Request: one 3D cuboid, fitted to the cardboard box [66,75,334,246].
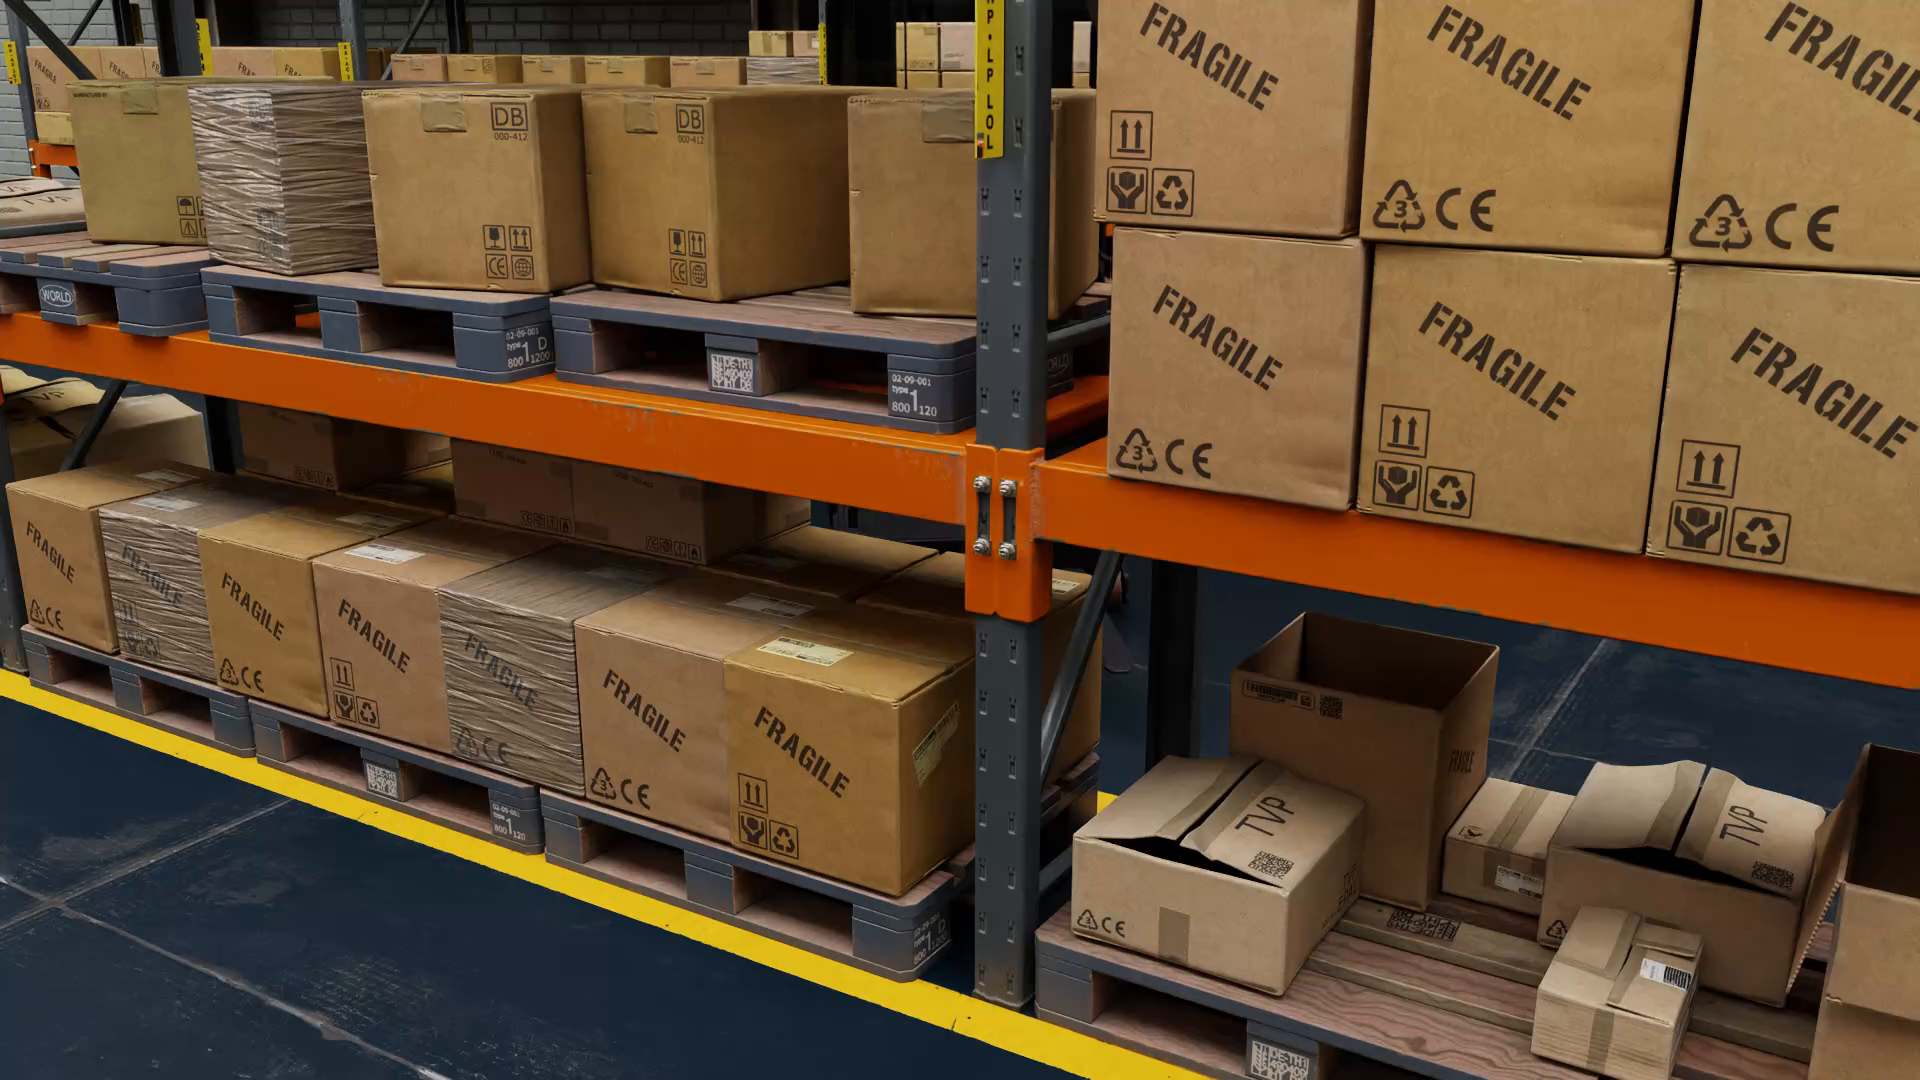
[{"bbox_3d":[-2.469,-1.273,5.518,0.500,0.500,0.700,4,17,12],"label":"cardboard box"}]

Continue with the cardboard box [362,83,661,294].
[{"bbox_3d":[-1.194,-0.986,4.573,0.500,0.500,0.700,5,18,16],"label":"cardboard box"}]

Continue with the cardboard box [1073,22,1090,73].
[{"bbox_3d":[0.663,-2.589,8.735,0.500,0.250,0.500,10,20,30],"label":"cardboard box"}]

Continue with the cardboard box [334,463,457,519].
[{"bbox_3d":[-1.704,0.056,5.580,0.500,0.500,0.500,9,19,28],"label":"cardboard box"}]

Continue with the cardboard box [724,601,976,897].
[{"bbox_3d":[-0.226,0.497,4.127,0.500,0.500,0.500,10,20,30],"label":"cardboard box"}]

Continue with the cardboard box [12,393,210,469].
[{"bbox_3d":[-3.357,-0.399,6.576,0.500,0.311,0.500,11,20,32],"label":"cardboard box"}]

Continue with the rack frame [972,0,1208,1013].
[{"bbox_3d":[0.344,-0.484,3.814,0.127,3.000,1.000,10,20,30],"label":"rack frame"}]

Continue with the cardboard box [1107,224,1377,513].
[{"bbox_3d":[0.636,-0.387,3.322,0.500,0.500,0.500,11,20,31],"label":"cardboard box"}]

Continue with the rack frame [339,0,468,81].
[{"bbox_3d":[-3.884,-2.928,11.861,0.127,3.000,1.000,10,20,30],"label":"rack frame"}]

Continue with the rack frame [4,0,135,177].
[{"bbox_3d":[-7.292,-3.537,13.864,0.127,3.000,1.000,10,20,30],"label":"rack frame"}]

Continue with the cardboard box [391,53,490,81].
[{"bbox_3d":[-3.468,-3.101,11.500,0.500,0.500,0.700,10,20,30],"label":"cardboard box"}]

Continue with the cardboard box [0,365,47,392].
[{"bbox_3d":[-4.242,-0.555,7.089,0.500,0.311,0.500,10,19,29],"label":"cardboard box"}]

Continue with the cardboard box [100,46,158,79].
[{"bbox_3d":[-6.190,-3.529,12.770,0.500,0.500,0.500,9,19,28],"label":"cardboard box"}]

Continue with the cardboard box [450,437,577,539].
[{"bbox_3d":[-1.220,-0.220,5.197,0.500,0.250,0.500,10,19,29],"label":"cardboard box"}]

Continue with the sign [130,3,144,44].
[{"bbox_3d":[-6.985,-4.377,14.092,0.005,0.325,0.100,10,20,30],"label":"sign"}]

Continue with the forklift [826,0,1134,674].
[{"bbox_3d":[0.058,-1.203,6.298,1.130,2.935,3.031,-2,17,-5],"label":"forklift"}]

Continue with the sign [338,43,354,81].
[{"bbox_3d":[-4.161,-3.207,11.289,0.005,0.325,0.100,10,20,30],"label":"sign"}]

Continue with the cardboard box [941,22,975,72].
[{"bbox_3d":[0.235,-2.664,8.982,0.500,0.250,0.500,10,19,29],"label":"cardboard box"}]

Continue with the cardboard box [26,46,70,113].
[{"bbox_3d":[-7.043,-3.686,13.290,0.500,0.500,0.500,10,20,30],"label":"cardboard box"}]

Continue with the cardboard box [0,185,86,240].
[{"bbox_3d":[-3.352,-1.116,6.048,0.500,0.311,0.500,12,20,33],"label":"cardboard box"}]

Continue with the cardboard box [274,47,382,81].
[{"bbox_3d":[-4.448,-3.220,11.755,0.500,0.500,0.500,10,20,30],"label":"cardboard box"}]

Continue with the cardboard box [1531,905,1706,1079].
[{"bbox_3d":[1.331,0.908,3.350,0.250,0.166,0.380,10,20,30],"label":"cardboard box"}]

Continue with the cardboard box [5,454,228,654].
[{"bbox_3d":[-2.826,0.033,5.656,0.500,0.500,0.500,11,20,32],"label":"cardboard box"}]

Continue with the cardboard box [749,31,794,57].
[{"bbox_3d":[-1.067,-2.979,9.983,0.250,0.149,0.380,7,18,21],"label":"cardboard box"}]

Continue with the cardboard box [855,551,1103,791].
[{"bbox_3d":[0.059,0.367,4.554,0.500,0.500,0.500,9,19,28],"label":"cardboard box"}]

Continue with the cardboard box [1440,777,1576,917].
[{"bbox_3d":[1.329,0.728,3.972,0.250,0.149,0.380,10,20,30],"label":"cardboard box"}]

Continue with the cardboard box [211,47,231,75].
[{"bbox_3d":[-5.300,-3.374,12.262,0.500,0.500,0.500,9,19,28],"label":"cardboard box"}]

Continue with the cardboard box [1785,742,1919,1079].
[{"bbox_3d":[1.948,0.784,3.176,0.637,0.503,0.797,10,20,30],"label":"cardboard box"}]

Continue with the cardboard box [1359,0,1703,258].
[{"bbox_3d":[1.038,-0.791,2.931,0.500,0.500,0.500,9,19,28],"label":"cardboard box"}]

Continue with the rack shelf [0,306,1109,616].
[{"bbox_3d":[-1.360,-0.444,4.920,4.000,0.370,1.077,10,20,30],"label":"rack shelf"}]

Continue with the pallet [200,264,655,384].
[{"bbox_3d":[-1.405,-0.706,4.875,1.213,0.211,1.003,10,20,30],"label":"pallet"}]

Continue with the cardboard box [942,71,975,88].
[{"bbox_3d":[0.246,-2.301,9.076,0.500,0.500,0.500,11,20,32],"label":"cardboard box"}]

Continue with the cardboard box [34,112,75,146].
[{"bbox_3d":[-7.043,-3.322,13.380,0.500,0.250,0.500,9,19,28],"label":"cardboard box"}]

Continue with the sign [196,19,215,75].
[{"bbox_3d":[-2.789,-1.745,6.108,0.005,0.325,0.100,10,20,30],"label":"sign"}]

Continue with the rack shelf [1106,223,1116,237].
[{"bbox_3d":[1.229,-1.672,8.961,4.000,0.370,1.077,10,20,30],"label":"rack shelf"}]

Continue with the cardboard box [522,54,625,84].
[{"bbox_3d":[-2.418,-2.922,10.910,0.500,0.500,0.700,13,21,38],"label":"cardboard box"}]

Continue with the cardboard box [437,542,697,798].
[{"bbox_3d":[-1.070,0.344,4.633,0.500,0.500,0.500,10,20,31],"label":"cardboard box"}]

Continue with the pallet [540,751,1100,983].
[{"bbox_3d":[-0.369,0.736,4.596,1.213,0.211,1.003,10,20,30],"label":"pallet"}]

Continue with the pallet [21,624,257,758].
[{"bbox_3d":[-2.448,0.365,5.818,1.213,0.211,1.003,10,20,30],"label":"pallet"}]

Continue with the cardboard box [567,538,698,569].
[{"bbox_3d":[-0.823,0.211,5.069,0.500,0.500,0.500,10,20,31],"label":"cardboard box"}]

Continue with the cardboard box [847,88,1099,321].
[{"bbox_3d":[0.057,-0.860,4.158,0.500,0.500,0.700,4,17,12],"label":"cardboard box"}]

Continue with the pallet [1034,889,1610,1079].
[{"bbox_3d":[0.929,0.955,3.875,1.213,0.211,1.003,10,20,30],"label":"pallet"}]

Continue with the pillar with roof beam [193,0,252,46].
[{"bbox_3d":[-8.496,-5.449,9.837,0.400,9.000,9.100,10,20,30],"label":"pillar with roof beam"}]

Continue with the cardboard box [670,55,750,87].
[{"bbox_3d":[-1.371,-2.726,10.264,0.500,0.500,0.700,8,19,25],"label":"cardboard box"}]

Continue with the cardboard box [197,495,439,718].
[{"bbox_3d":[-1.952,0.189,5.143,0.500,0.500,0.500,10,19,29],"label":"cardboard box"}]

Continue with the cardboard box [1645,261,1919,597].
[{"bbox_3d":[1.499,-0.233,2.816,0.500,0.500,0.500,10,20,30],"label":"cardboard box"}]
